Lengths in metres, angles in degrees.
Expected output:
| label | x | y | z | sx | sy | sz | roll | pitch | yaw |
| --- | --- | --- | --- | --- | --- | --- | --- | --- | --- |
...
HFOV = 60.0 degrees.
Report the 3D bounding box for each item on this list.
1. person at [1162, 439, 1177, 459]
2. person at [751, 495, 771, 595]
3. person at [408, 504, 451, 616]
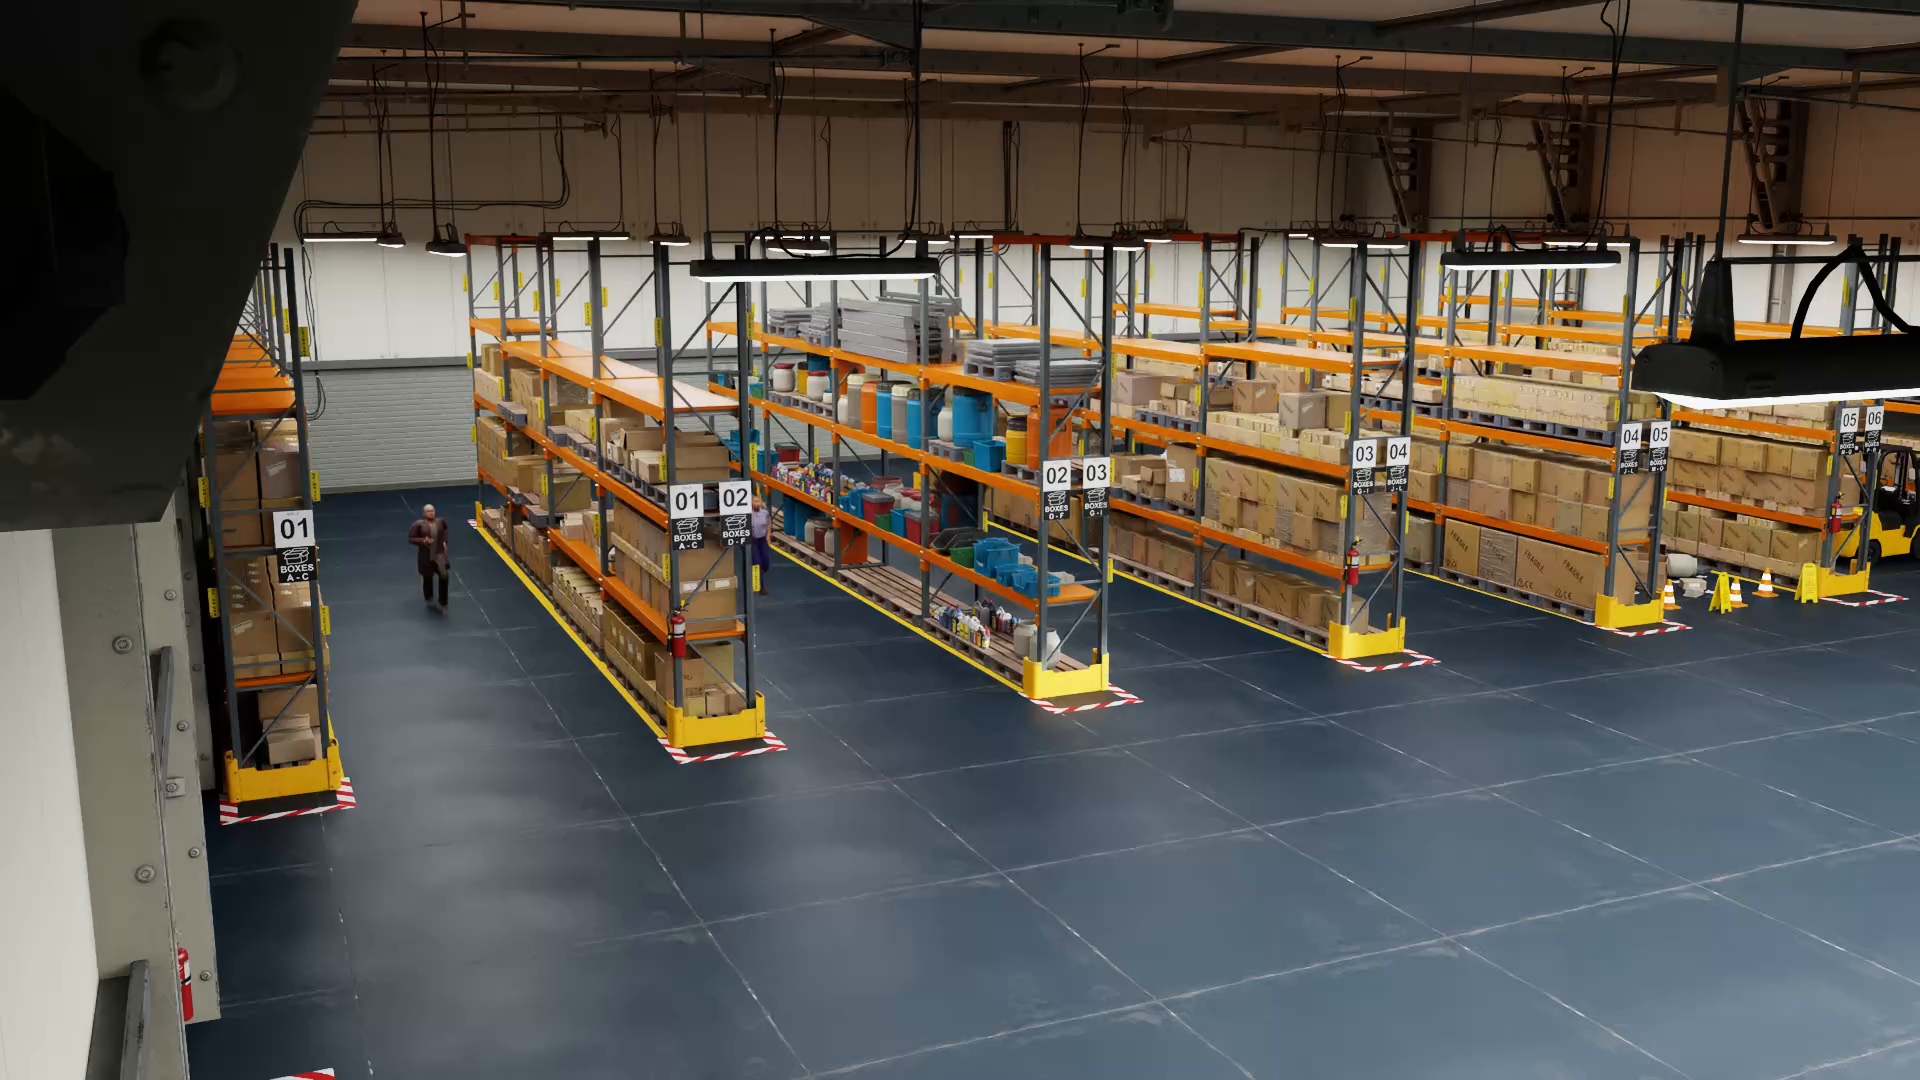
| label | x | y | z | sx | sy | sz | roll | pitch | yaw |
| --- | --- | --- | --- | --- | --- | --- | --- | --- | --- |
| person | 4.499 | -1.328 | 35.486 | 0.603 | 1.747 | 0.805 | -5 | 12 | -24 |
| person | -3.332 | 0.066 | 27.103 | 0.626 | 1.622 | 0.551 | -6 | 12 | -28 |
| person | -8.586 | 0.315 | 26.941 | 0.681 | 1.836 | 0.895 | -6 | 12 | -28 |
